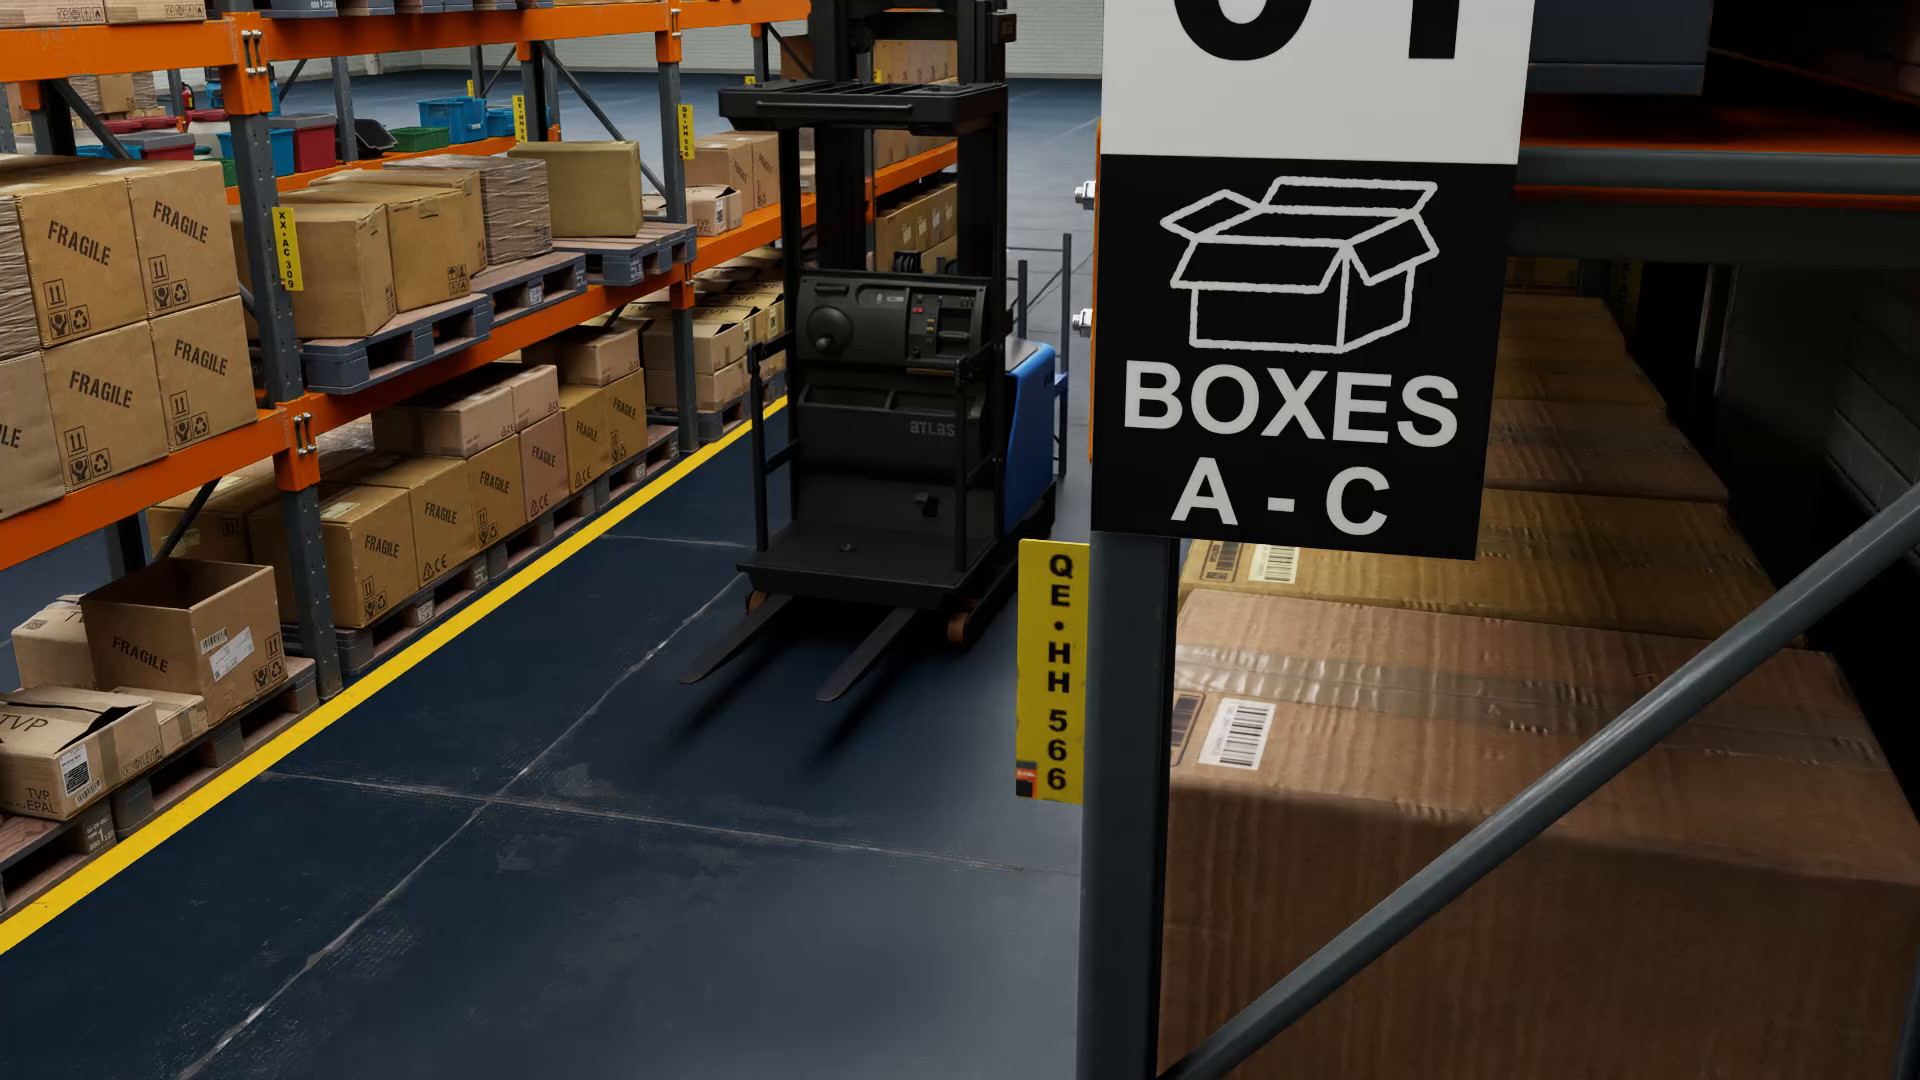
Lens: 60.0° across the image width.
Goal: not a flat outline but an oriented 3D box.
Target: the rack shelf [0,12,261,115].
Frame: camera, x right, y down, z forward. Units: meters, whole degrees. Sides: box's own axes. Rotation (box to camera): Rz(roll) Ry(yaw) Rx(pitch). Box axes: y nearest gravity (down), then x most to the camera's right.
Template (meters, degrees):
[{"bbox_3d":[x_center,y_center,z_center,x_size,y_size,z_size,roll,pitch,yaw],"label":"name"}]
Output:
[{"bbox_3d":[-3.677,-1.232,4.626,1.077,0.370,4.000,5,19,13],"label":"rack shelf"}]

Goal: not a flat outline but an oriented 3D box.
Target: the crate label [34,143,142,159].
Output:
[{"bbox_3d":[-6.509,-2.733,12.492,0.502,0.435,0.616,5,19,13],"label":"crate label"}]

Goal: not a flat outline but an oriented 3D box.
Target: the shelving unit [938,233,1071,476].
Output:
[{"bbox_3d":[0.271,-0.979,9.733,0.538,1.500,1.048,6,20,16],"label":"shelving unit"}]

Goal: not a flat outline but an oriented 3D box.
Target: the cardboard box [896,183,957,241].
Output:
[{"bbox_3d":[-0.329,-3.287,16.615,0.500,0.500,0.500,5,19,13],"label":"cardboard box"}]

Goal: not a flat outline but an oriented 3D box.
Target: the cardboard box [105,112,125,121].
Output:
[{"bbox_3d":[-9.880,-4.862,19.170,0.380,0.149,0.250,5,19,13],"label":"cardboard box"}]

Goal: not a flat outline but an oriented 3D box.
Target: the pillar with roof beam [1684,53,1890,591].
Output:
[{"bbox_3d":[-1.891,-3.281,4.871,9.100,9.000,0.400,5,19,13],"label":"pillar with roof beam"}]

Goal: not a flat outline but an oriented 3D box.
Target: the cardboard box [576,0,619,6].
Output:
[{"bbox_3d":[-2.410,-3.201,9.123,0.910,0.500,0.500,5,19,13],"label":"cardboard box"}]

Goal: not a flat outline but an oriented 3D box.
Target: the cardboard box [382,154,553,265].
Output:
[{"bbox_3d":[-2.665,-1.802,9.017,0.700,0.500,0.500,9,21,24],"label":"cardboard box"}]

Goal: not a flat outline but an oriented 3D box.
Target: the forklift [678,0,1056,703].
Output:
[{"bbox_3d":[-0.391,-1.032,7.675,1.130,2.935,3.031,6,20,16],"label":"forklift"}]

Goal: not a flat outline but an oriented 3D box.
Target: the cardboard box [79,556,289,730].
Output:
[{"bbox_3d":[-3.053,0.396,6.574,0.500,0.500,0.500,5,19,13],"label":"cardboard box"}]

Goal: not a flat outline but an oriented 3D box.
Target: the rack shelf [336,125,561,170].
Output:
[{"bbox_3d":[-5.548,-3.966,17.271,1.077,0.370,4.000,5,19,13],"label":"rack shelf"}]

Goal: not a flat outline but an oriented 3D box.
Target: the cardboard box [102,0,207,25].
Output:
[{"bbox_3d":[-3.050,-1.955,5.861,0.500,0.250,0.500,5,19,13],"label":"cardboard box"}]

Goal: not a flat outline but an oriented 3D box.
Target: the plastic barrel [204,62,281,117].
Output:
[{"bbox_3d":[-6.425,-3.820,14.954,0.600,0.901,0.708,5,19,13],"label":"plastic barrel"}]

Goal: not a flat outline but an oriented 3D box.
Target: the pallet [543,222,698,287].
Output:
[{"bbox_3d":[-2.309,-1.725,9.893,1.213,0.211,1.003,5,19,13],"label":"pallet"}]

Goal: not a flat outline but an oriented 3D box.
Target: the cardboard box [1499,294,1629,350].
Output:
[{"bbox_3d":[1.467,-0.363,5.145,0.980,0.700,0.700,5,19,14],"label":"cardboard box"}]

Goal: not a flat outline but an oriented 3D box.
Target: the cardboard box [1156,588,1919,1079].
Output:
[{"bbox_3d":[0.753,0.562,2.439,0.980,0.700,0.700,6,20,16],"label":"cardboard box"}]

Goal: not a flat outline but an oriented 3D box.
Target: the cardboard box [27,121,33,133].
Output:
[{"bbox_3d":[-10.141,-4.467,18.012,0.380,0.149,0.250,5,19,13],"label":"cardboard box"}]

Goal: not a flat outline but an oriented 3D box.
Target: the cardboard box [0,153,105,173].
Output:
[{"bbox_3d":[-3.577,-1.175,6.284,0.500,0.500,0.500,5,20,15],"label":"cardboard box"}]

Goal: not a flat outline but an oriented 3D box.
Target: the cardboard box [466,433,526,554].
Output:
[{"bbox_3d":[-2.585,-0.261,8.499,0.500,0.500,0.500,5,19,14],"label":"cardboard box"}]

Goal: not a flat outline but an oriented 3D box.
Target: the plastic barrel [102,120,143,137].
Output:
[{"bbox_3d":[-6.768,-3.096,13.400,0.433,0.535,0.433,0,19,0],"label":"plastic barrel"}]

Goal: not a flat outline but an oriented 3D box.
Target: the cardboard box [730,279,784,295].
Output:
[{"bbox_3d":[-1.427,-1.823,12.622,0.500,0.311,0.500,4,19,13],"label":"cardboard box"}]

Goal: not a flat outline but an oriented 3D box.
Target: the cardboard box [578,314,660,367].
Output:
[{"bbox_3d":[-2.322,-1.380,11.324,0.500,0.311,0.500,5,20,15],"label":"cardboard box"}]

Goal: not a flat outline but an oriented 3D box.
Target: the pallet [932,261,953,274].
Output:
[{"bbox_3d":[-0.703,-2.597,16.464,1.003,0.211,1.213,5,19,13],"label":"pallet"}]

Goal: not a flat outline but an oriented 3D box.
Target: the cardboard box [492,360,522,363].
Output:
[{"bbox_3d":[-2.722,-0.774,10.000,0.500,0.500,0.500,4,19,11],"label":"cardboard box"}]

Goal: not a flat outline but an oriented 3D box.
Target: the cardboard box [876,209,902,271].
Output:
[{"bbox_3d":[-0.817,-2.660,14.779,0.500,0.500,0.500,5,19,13],"label":"cardboard box"}]

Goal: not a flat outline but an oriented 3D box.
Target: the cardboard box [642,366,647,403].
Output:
[{"bbox_3d":[-2.319,-1.115,11.416,0.500,0.250,0.500,5,20,15],"label":"cardboard box"}]

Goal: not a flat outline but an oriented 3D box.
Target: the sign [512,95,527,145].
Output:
[{"bbox_3d":[-2.750,-2.624,10.438,0.100,0.325,0.005,5,19,13],"label":"sign"}]

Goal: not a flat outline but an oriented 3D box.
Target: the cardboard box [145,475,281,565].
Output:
[{"bbox_3d":[-3.346,0.018,7.682,0.500,0.500,0.500,5,19,13],"label":"cardboard box"}]

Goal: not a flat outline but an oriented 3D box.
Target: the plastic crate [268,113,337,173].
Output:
[{"bbox_3d":[-5.858,-3.534,14.794,0.402,0.464,0.583,5,19,13],"label":"plastic crate"}]

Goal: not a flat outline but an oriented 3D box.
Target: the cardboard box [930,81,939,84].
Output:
[{"bbox_3d":[-0.418,-4.437,16.379,0.380,0.149,0.250,5,20,15],"label":"cardboard box"}]

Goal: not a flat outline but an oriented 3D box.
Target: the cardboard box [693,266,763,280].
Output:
[{"bbox_3d":[-1.829,-2.021,13.202,0.500,0.311,0.500,4,19,12],"label":"cardboard box"}]

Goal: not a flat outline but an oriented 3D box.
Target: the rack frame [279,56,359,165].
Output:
[{"bbox_3d":[-6.036,-3.679,15.319,1.000,3.000,0.127,5,19,13],"label":"rack frame"}]

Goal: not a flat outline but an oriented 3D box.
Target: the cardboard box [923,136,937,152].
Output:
[{"bbox_3d":[-0.634,-4.123,16.462,0.700,0.500,0.500,5,19,14],"label":"cardboard box"}]

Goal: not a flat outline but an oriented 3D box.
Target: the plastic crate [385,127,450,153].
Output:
[{"bbox_3d":[-5.431,-3.982,16.534,0.450,0.188,0.662,5,19,13],"label":"plastic crate"}]

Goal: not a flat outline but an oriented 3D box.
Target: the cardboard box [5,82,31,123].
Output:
[{"bbox_3d":[-10.489,-4.713,17.732,0.875,0.500,0.500,5,19,13],"label":"cardboard box"}]

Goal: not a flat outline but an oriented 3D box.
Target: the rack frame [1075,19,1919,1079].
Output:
[{"bbox_3d":[0.635,0.864,2.018,0.949,2.616,0.053,5,19,13],"label":"rack frame"}]

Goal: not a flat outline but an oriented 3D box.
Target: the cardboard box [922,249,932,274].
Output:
[{"bbox_3d":[-0.572,-2.619,15.818,0.500,0.250,0.500,5,19,13],"label":"cardboard box"}]

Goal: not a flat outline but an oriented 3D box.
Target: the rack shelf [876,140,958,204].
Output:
[{"bbox_3d":[-0.745,-3.574,16.122,1.077,0.370,4.000,5,19,13],"label":"rack shelf"}]

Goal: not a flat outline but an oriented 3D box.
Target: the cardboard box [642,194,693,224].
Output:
[{"bbox_3d":[-2.080,-2.102,10.838,0.500,0.311,0.500,6,20,17],"label":"cardboard box"}]

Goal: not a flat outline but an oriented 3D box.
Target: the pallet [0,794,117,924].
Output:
[{"bbox_3d":[-3.653,1.139,5.527,1.003,0.211,1.213,5,19,13],"label":"pallet"}]

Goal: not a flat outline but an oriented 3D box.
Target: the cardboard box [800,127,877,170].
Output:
[{"bbox_3d":[-1.132,-3.474,14.563,0.700,0.500,0.500,4,19,12],"label":"cardboard box"}]

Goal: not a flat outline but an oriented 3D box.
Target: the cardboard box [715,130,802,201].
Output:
[{"bbox_3d":[-1.566,-2.930,12.970,0.500,0.500,0.500,6,20,17],"label":"cardboard box"}]

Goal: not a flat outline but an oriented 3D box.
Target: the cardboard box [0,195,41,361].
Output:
[{"bbox_3d":[-3.307,-0.802,5.195,0.500,0.500,0.500,5,19,14],"label":"cardboard box"}]

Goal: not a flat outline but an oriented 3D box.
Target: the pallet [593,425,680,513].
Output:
[{"bbox_3d":[-2.430,-0.483,10.274,1.003,0.211,1.213,5,19,13],"label":"pallet"}]

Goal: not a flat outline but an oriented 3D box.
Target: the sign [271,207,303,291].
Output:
[{"bbox_3d":[-2.661,-1.149,6.571,0.100,0.325,0.005,5,19,13],"label":"sign"}]

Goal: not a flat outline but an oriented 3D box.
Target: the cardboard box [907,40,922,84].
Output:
[{"bbox_3d":[-0.764,-4.560,15.735,0.700,0.500,0.500,5,19,13],"label":"cardboard box"}]

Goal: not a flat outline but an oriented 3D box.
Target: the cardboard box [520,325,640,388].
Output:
[{"bbox_3d":[-2.222,-1.084,9.747,0.500,0.250,0.500,5,20,15],"label":"cardboard box"}]
